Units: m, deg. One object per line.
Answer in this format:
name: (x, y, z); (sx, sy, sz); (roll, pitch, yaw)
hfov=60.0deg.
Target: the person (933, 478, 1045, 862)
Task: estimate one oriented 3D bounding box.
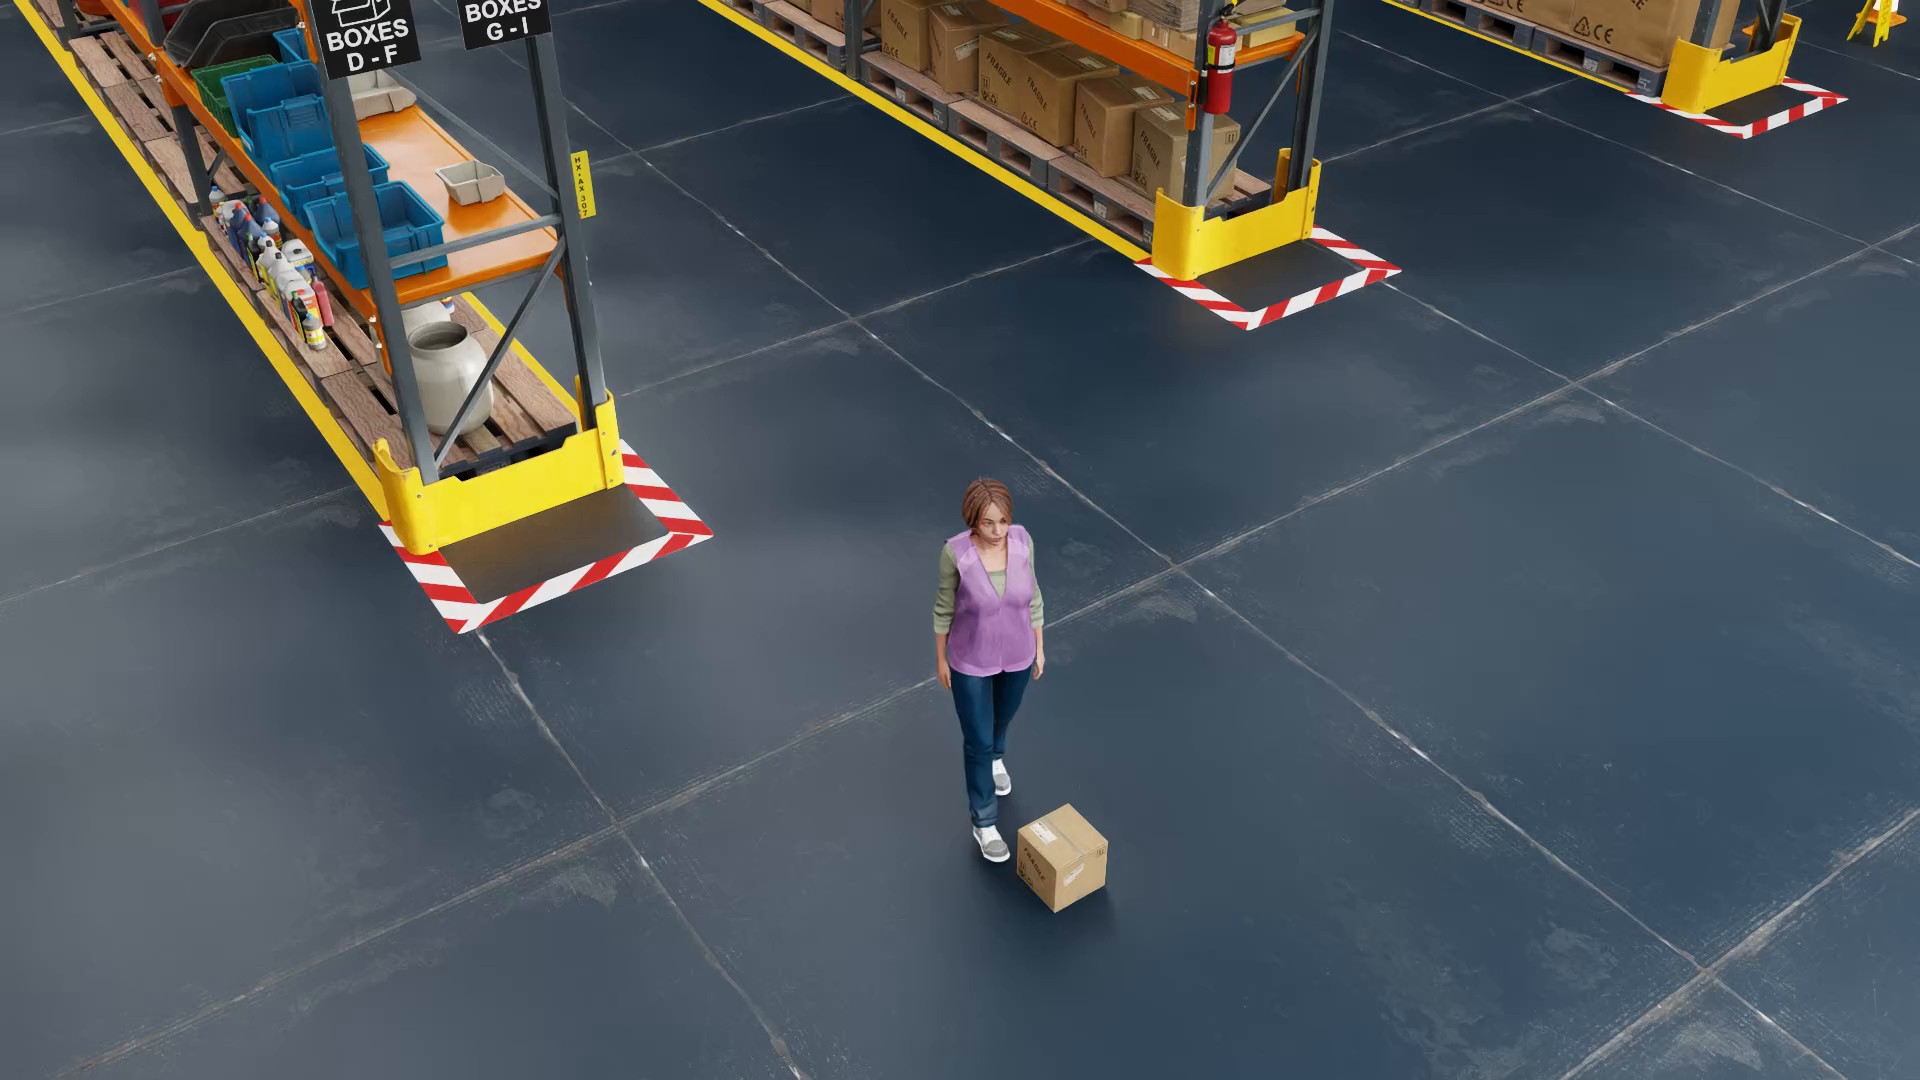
person: (0.140, 0.479, 6.361); (0.427, 1.594, 0.660); (-13, 39, -16)
